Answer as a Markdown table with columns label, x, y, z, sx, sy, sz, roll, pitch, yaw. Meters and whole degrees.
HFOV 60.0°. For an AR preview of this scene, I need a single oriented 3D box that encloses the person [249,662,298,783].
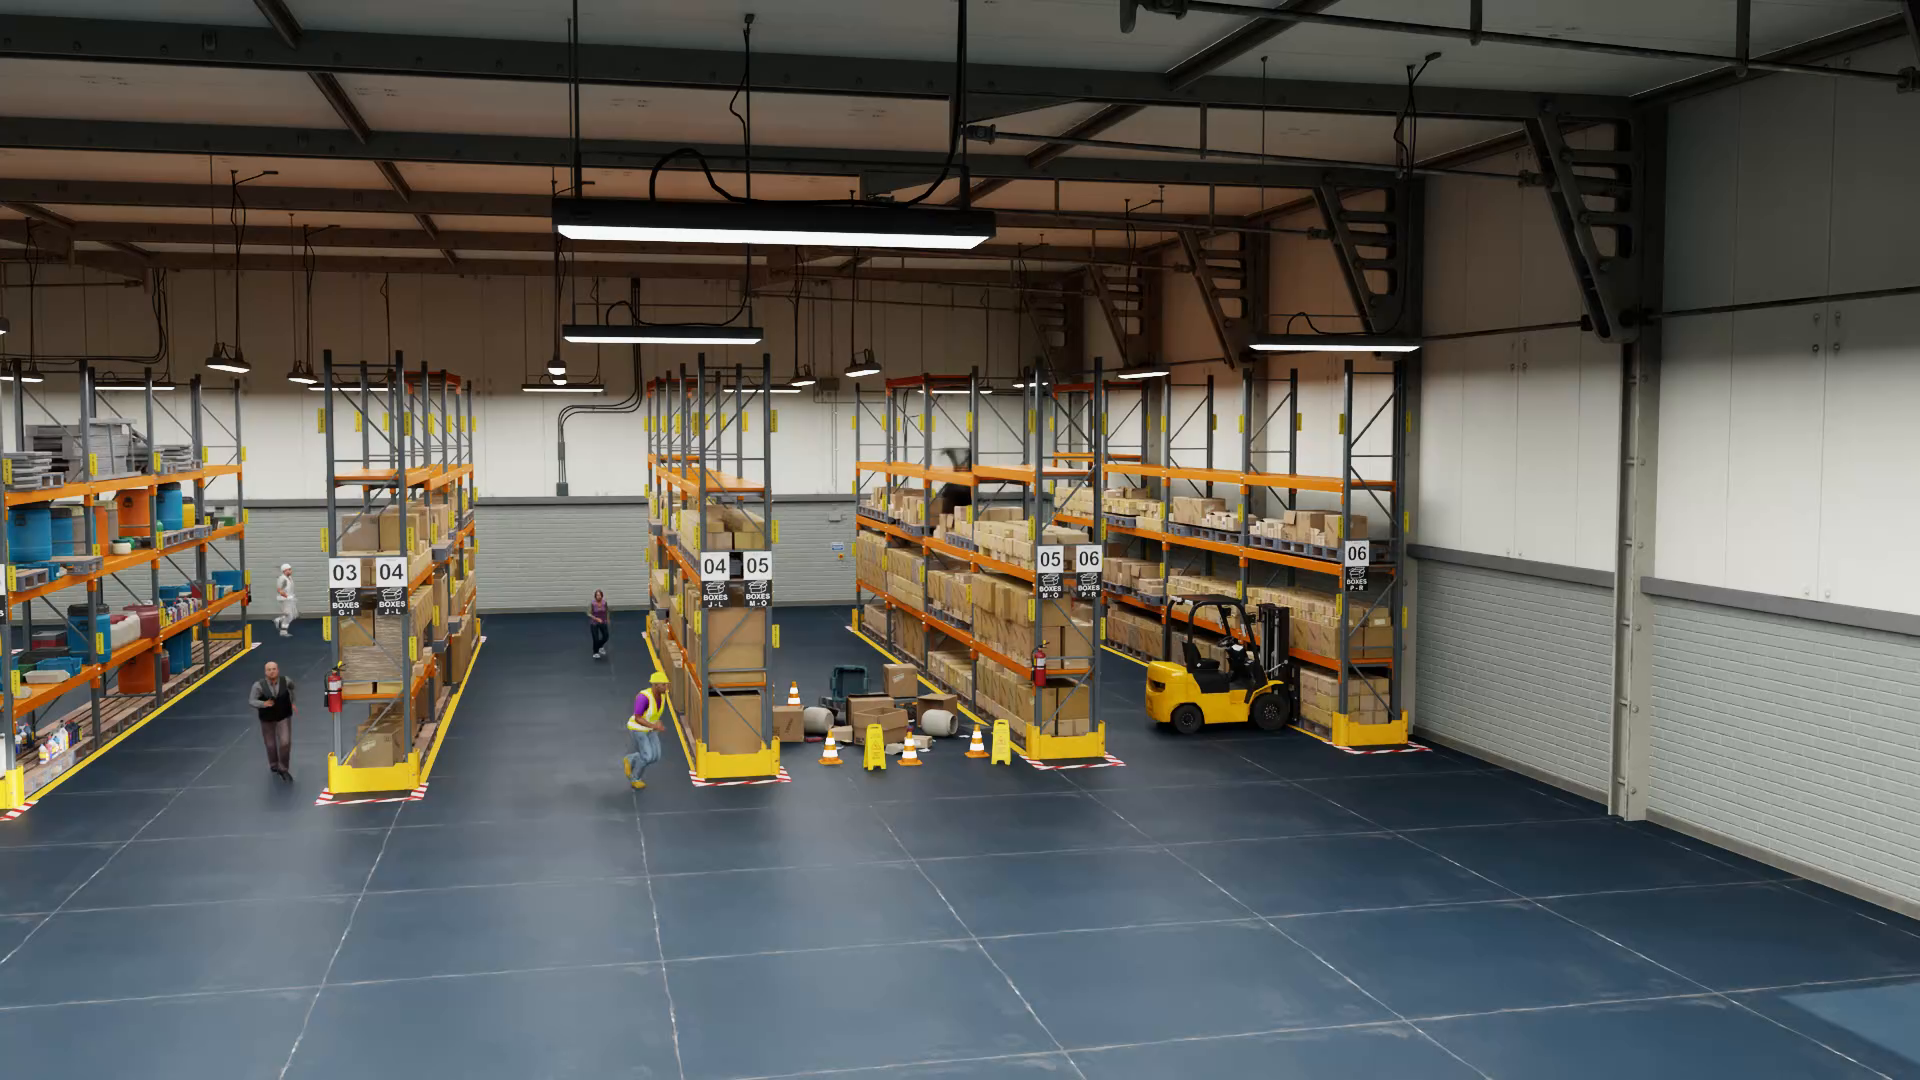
| label | x | y | z | sx | sy | sz | roll | pitch | yaw |
| --- | --- | --- | --- | --- | --- | --- | --- | --- | --- |
| person | -9.645 | 2.535 | 23.376 | 0.630 | 1.695 | 0.922 | -2 | 4 | -22 |

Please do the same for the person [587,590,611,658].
| label | x | y | z | sx | sy | sz | roll | pitch | yaw |
| --- | --- | --- | --- | --- | --- | --- | --- | --- | --- |
| person | -7.712 | 1.792 | 35.496 | 0.523 | 1.491 | 0.711 | -2 | 4 | -27 |

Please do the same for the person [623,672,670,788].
| label | x | y | z | sx | sy | sz | roll | pitch | yaw |
| --- | --- | --- | --- | --- | --- | --- | --- | --- | --- |
| person | -4.292 | 2.599 | 22.865 | 0.774 | 1.604 | 0.728 | 2 | 4 | 23 |

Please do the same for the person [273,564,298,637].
| label | x | y | z | sx | sy | sz | roll | pitch | yaw |
| --- | --- | --- | --- | --- | --- | --- | --- | --- | --- |
| person | -15.868 | 1.421 | 39.107 | 0.630 | 1.728 | 0.652 | 0 | 4 | -4 |
